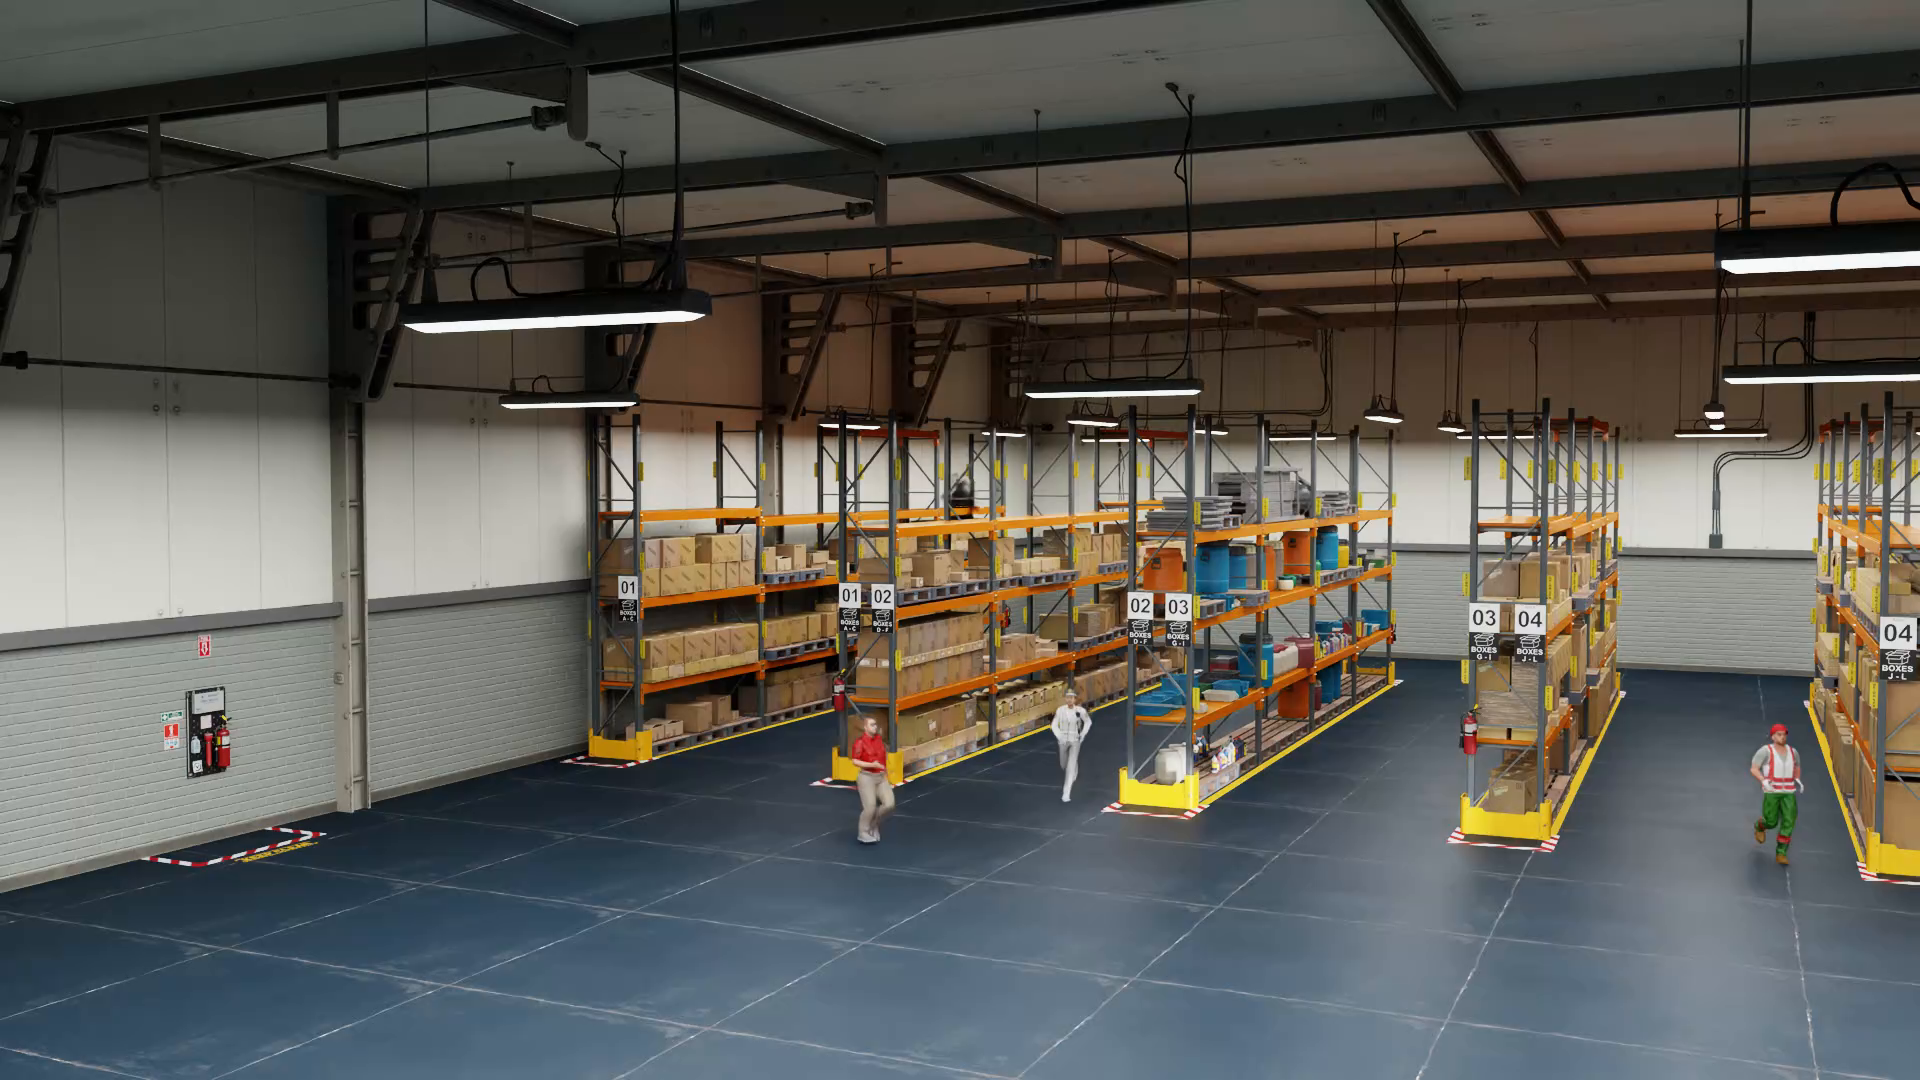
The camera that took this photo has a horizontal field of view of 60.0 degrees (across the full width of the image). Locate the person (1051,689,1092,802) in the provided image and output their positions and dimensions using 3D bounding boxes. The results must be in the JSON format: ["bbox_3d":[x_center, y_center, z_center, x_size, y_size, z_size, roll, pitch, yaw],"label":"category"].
[{"bbox_3d":[1.697,3.130,25.678,0.592,1.694,0.963,1,3,21],"label":"person"}]

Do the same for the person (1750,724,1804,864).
[{"bbox_3d":[10.554,3.245,21.453,0.669,1.756,0.823,0,2,1],"label":"person"}]

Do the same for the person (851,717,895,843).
[{"bbox_3d":[-1.128,3.236,22.306,0.621,1.705,0.648,2,3,45],"label":"person"}]
